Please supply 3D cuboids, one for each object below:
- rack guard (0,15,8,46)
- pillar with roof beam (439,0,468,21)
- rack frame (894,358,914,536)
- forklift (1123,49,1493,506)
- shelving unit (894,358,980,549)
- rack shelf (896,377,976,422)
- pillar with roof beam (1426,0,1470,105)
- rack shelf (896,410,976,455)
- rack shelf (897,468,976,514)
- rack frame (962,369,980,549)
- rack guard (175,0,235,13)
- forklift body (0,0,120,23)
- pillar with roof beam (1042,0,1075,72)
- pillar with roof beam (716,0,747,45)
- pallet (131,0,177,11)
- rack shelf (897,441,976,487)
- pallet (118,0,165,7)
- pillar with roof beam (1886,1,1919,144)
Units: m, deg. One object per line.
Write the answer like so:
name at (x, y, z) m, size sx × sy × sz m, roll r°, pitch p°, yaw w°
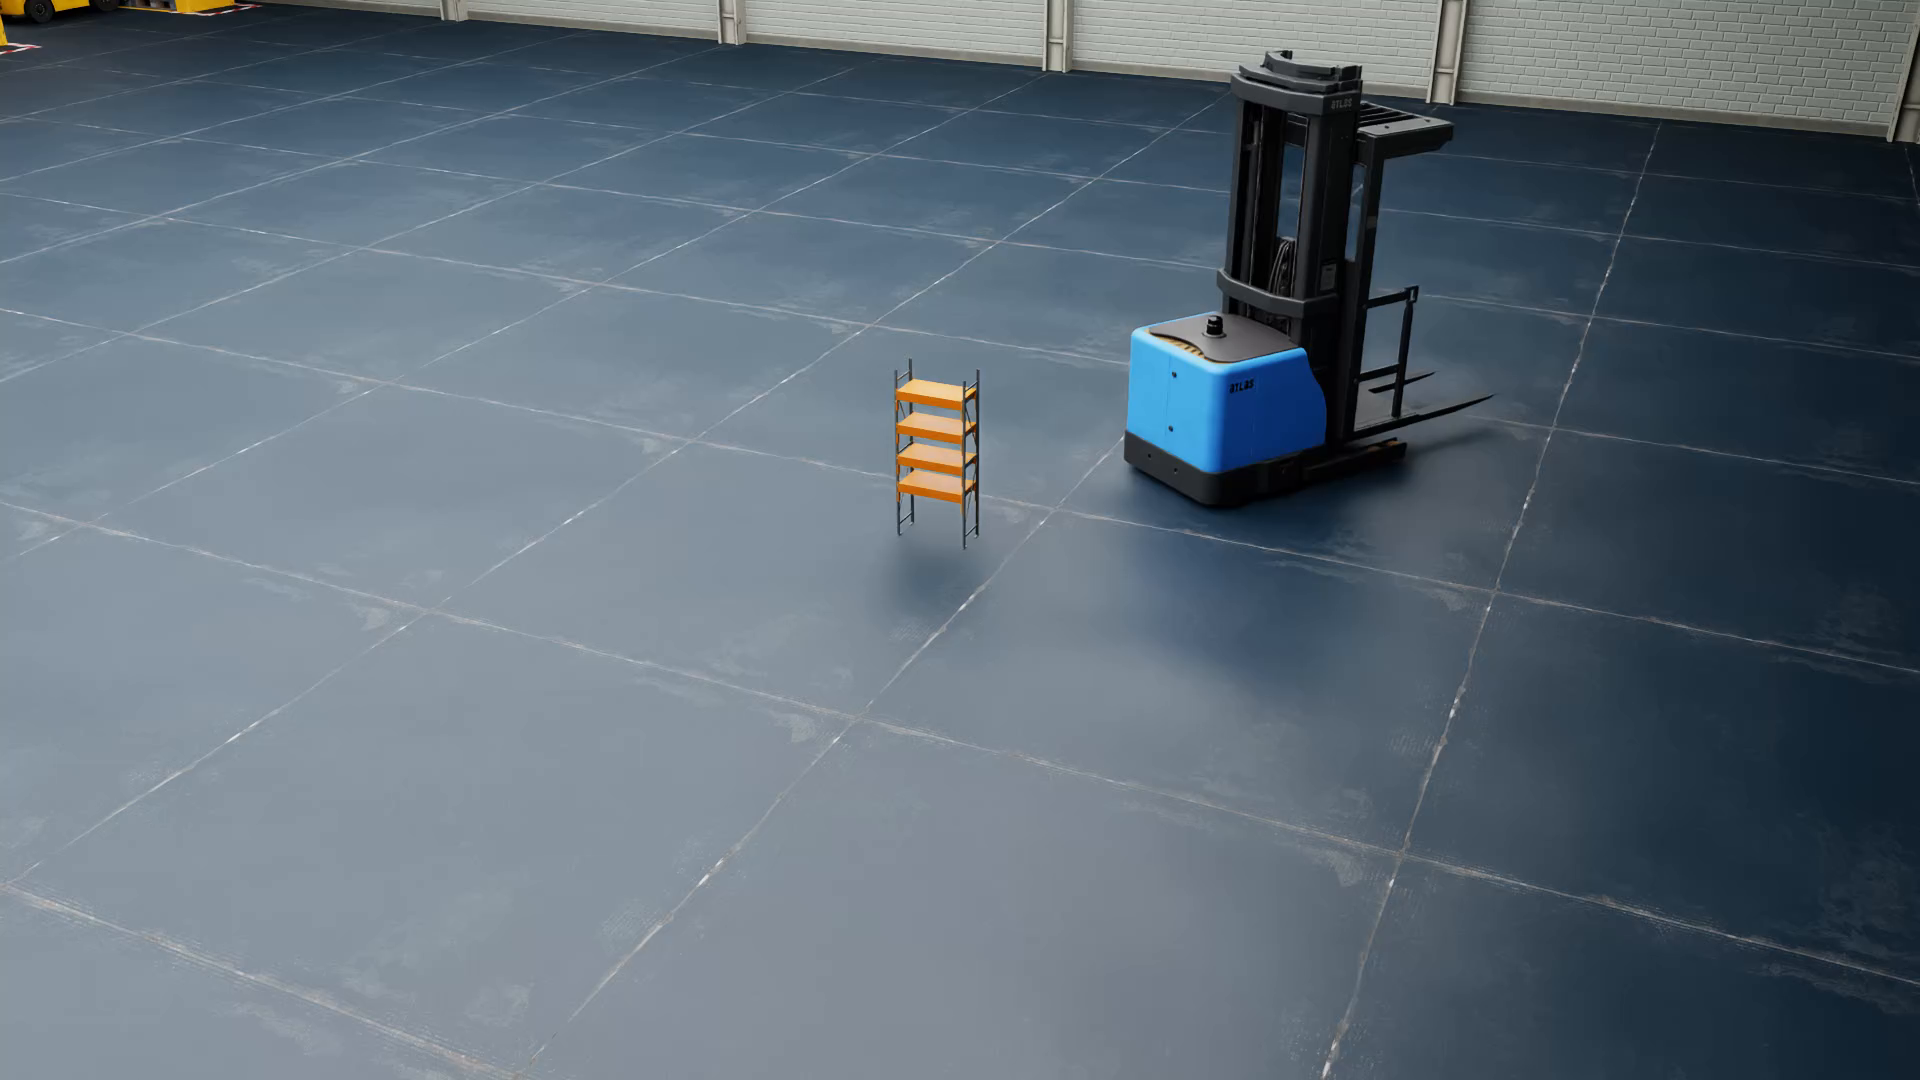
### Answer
rack guard at (-16.696, -8.519, 27.986) m, size 0.348 × 0.500 × 1.175 m, roll 11°, pitch 28°, yaw 22°
pillar with roof beam at (-11.156, -11.976, 25.386) m, size 0.400 × 9.000 × 9.100 m, roll 11°, pitch 28°, yaw 22°
rack frame at (-0.373, -0.613, 11.137) m, size 0.015 × 1.200 × 0.240 m, roll 11°, pitch 28°, yaw 22°
forklift at (2.733, -2.026, 12.047) m, size 3.031 × 2.935 × 1.130 m, roll -15°, pitch 30°, yaw -28°
shelving unit at (-0.151, -0.569, 11.046) m, size 0.503 × 1.200 × 0.258 m, roll 11°, pitch 28°, yaw 22°
rack shelf at (-0.151, -0.921, 10.873) m, size 0.480 × 0.148 × 0.258 m, roll 11°, pitch 28°, yaw 22°
pillar with roof beam at (5.229, -8.685, 18.702) m, size 0.400 × 9.000 × 9.100 m, roll 11°, pitch 28°, yaw 22°
rack shelf at (-0.151, -0.709, 10.977) m, size 0.480 × 0.148 × 0.258 m, roll 11°, pitch 28°, yaw 22°
rack shelf at (-0.151, -0.330, 11.164) m, size 0.480 × 0.148 × 0.258 m, roll 11°, pitch 28°, yaw 22°
rack frame at (0.071, -0.524, 10.956) m, size 0.015 × 1.200 × 0.240 m, roll 11°, pitch 28°, yaw 22°
rack guard at (-14.554, -10.497, 32.004) m, size 0.348 × 0.500 × 1.175 m, roll 11°, pitch 28°, yaw 22°
forklift body at (-17.057, -10.855, 30.863) m, size 1.214 × 2.155 × 2.313 m, roll 11°, pitch 28°, yaw 22°
pillar with roof beam at (-0.233, -9.782, 20.930) m, size 0.400 × 9.000 × 9.100 m, roll 11°, pitch 28°, yaw 22°
pillar with roof beam at (-5.695, -10.879, 23.158) m, size 0.400 × 9.000 × 9.100 m, roll 11°, pitch 28°, yaw 22°
pallet at (-15.289, -10.495, 32.327) m, size 1.213 × 0.211 × 1.003 m, roll 11°, pitch 28°, yaw 22°
rack shelf at (-0.151, -0.508, 11.076) m, size 0.480 × 0.148 × 0.258 m, roll 11°, pitch 28°, yaw 22°
pallet at (-16.396, -10.718, 32.781) m, size 1.213 × 0.211 × 1.003 m, roll 11°, pitch 28°, yaw 22°
pillar with roof beam at (10.691, -7.588, 16.474) m, size 0.400 × 9.000 × 9.100 m, roll 11°, pitch 28°, yaw 22°
